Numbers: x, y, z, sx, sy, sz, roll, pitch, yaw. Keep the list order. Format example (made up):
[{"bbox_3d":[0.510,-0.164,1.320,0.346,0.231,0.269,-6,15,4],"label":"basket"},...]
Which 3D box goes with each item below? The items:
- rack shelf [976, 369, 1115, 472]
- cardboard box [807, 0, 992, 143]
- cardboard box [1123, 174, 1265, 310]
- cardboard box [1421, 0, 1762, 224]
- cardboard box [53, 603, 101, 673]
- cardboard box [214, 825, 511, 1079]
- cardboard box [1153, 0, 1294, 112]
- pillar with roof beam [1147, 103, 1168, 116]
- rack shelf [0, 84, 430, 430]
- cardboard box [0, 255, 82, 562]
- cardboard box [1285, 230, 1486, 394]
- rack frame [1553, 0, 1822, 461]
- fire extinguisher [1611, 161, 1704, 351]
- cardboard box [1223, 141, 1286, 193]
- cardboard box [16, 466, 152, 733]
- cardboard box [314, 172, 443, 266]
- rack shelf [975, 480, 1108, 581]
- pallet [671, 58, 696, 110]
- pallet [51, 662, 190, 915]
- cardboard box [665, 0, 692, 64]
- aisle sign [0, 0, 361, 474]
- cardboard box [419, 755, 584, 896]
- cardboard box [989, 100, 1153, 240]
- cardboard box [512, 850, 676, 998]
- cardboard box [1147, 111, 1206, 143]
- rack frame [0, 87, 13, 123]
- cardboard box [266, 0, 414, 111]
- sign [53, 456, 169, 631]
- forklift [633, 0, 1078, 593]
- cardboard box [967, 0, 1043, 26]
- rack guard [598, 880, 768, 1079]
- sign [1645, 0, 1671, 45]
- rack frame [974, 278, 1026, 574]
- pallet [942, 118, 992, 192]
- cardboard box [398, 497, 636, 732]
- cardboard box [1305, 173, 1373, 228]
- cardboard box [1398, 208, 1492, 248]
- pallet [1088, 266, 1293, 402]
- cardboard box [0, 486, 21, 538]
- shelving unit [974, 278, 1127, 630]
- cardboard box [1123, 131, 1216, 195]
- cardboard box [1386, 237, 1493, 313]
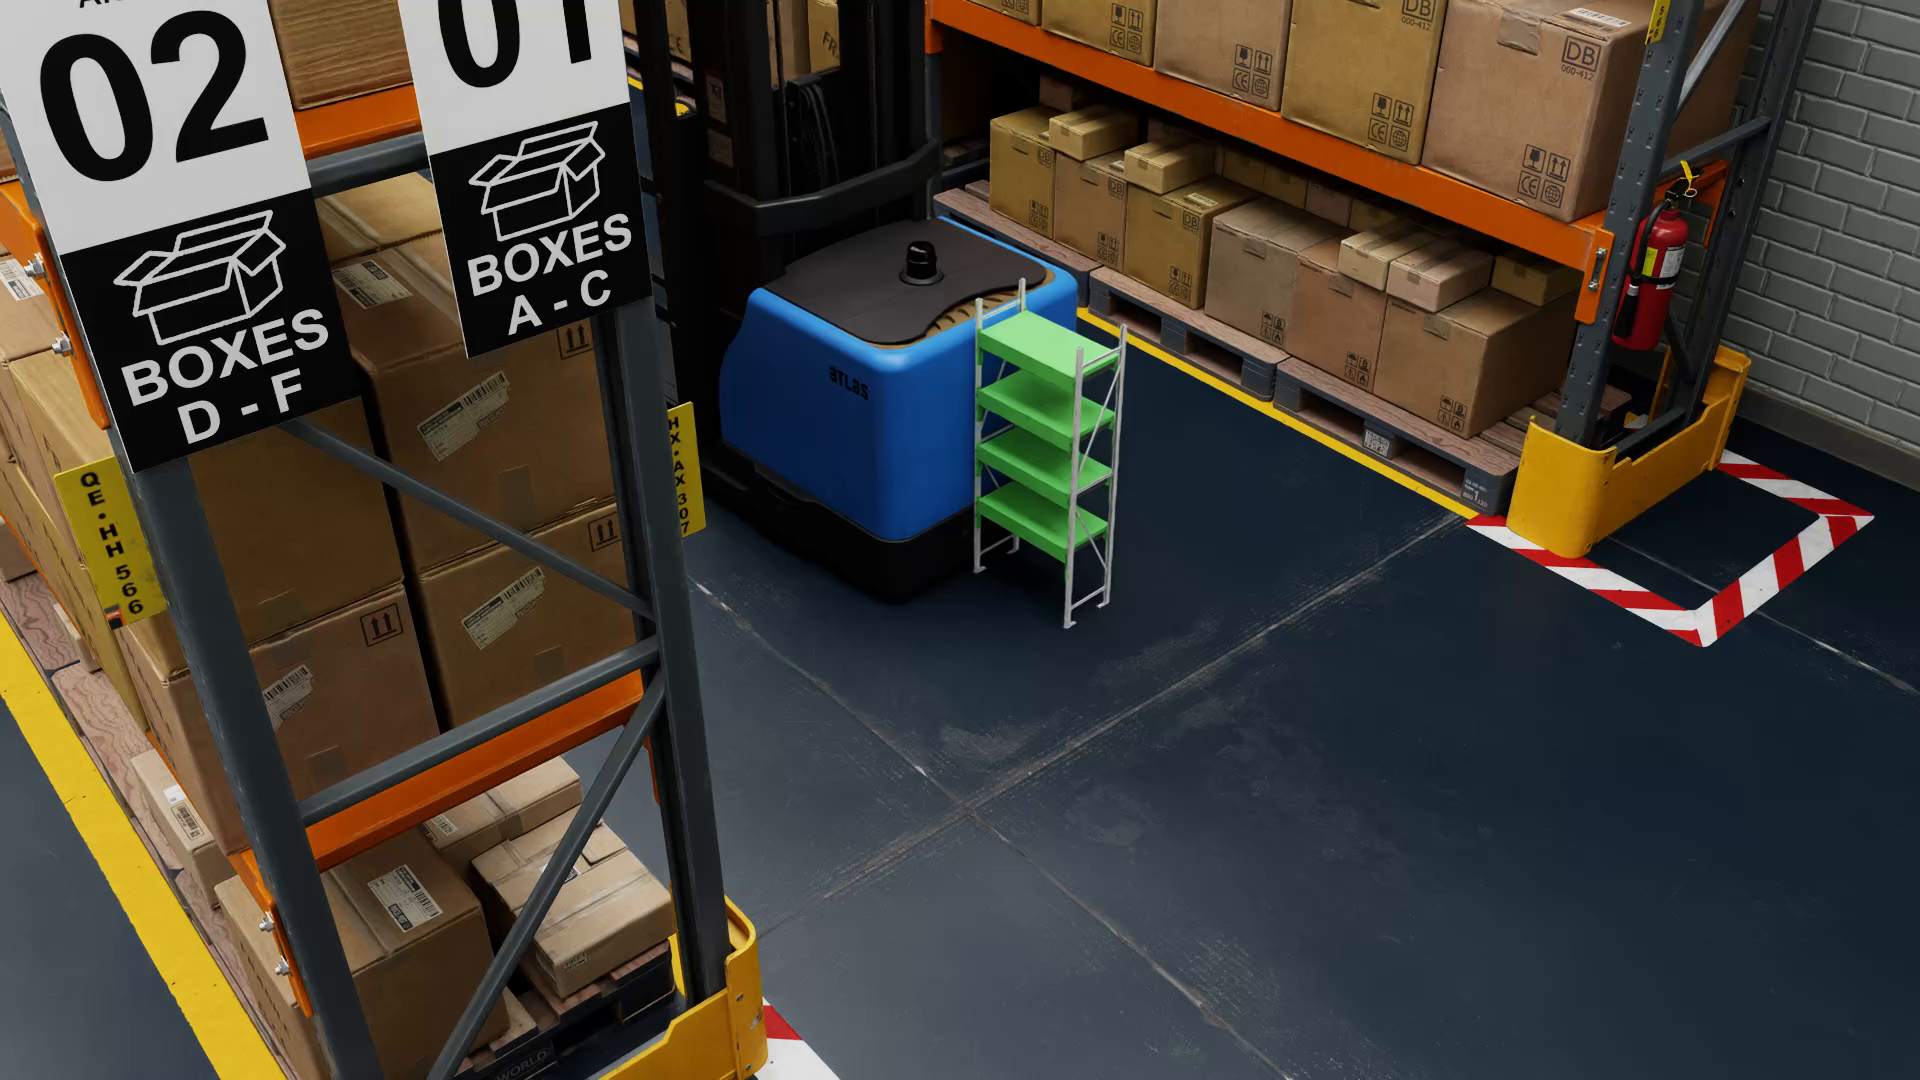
[{"bbox_3d":[0.315,-0.448,6.040,0.258,0.148,0.480,-29,44,-34],"label":"rack shelf"},{"bbox_3d":[-0.341,-2.736,9.514,0.750,0.750,0.750,-25,43,-31],"label":"cardboard box"},{"bbox_3d":[1.233,-1.536,8.122,0.700,0.500,0.500,-25,42,-31],"label":"cardboard box"},{"bbox_3d":[2.422,-1.781,6.410,0.980,0.700,0.700,-24,42,-30],"label":"cardboard box"},{"bbox_3d":[-2.933,0.267,5.849,0.380,0.166,0.250,-26,43,-32],"label":"cardboard box"},{"bbox_3d":[-1.562,1.104,4.377,0.500,0.500,0.500,-26,43,-32],"label":"cardboard box"},{"bbox_3d":[1.459,-2.438,7.338,0.980,0.700,0.700,-28,44,-34],"label":"cardboard box"},{"bbox_3d":[-1.999,-4.059,4.696,9.100,9.000,0.400,-26,43,-32],"label":"pillar with roof beam"},{"bbox_3d":[-2.314,-1.401,4.161,1.077,0.370,4.000,-26,43,-32],"label":"rack shelf"},{"bbox_3d":[-1.847,-0.353,3.702,0.500,0.500,0.500,-25,42,-31],"label":"cardboard box"},{"bbox_3d":[1.908,-1.081,7.481,0.700,0.500,0.500,-26,43,-32],"label":"cardboard box"},{"bbox_3d":[2.759,-1.437,6.184,1.000,3.000,0.127,-26,43,-32],"label":"rack frame"},{"bbox_3d":[2.503,-1.015,5.977,0.296,0.674,0.183,-26,43,-32],"label":"fire extinguisher"},{"bbox_3d":[1.482,-1.815,7.956,0.380,0.149,0.250,-27,43,-33],"label":"cardboard box"},{"bbox_3d":[-1.857,0.047,4.001,0.500,0.500,0.500,-26,43,-31],"label":"cardboard box"},{"bbox_3d":[-1.451,-0.559,3.992,0.500,0.500,0.500,-26,43,-31],"label":"cardboard box"},{"bbox_3d":[0.315,-0.056,6.317,0.258,0.148,0.480,-29,44,-34],"label":"rack shelf"},{"bbox_3d":[-1.170,-2.917,10.686,1.003,0.211,1.213,-26,43,-32],"label":"pallet"},{"bbox_3d":[-2.370,0.627,5.683,1.003,0.211,1.213,-26,43,-32],"label":"pallet"},{"bbox_3d":[-1.469,-3.501,10.594,0.750,0.750,0.750,-26,43,-32],"label":"cardboard box"},{"bbox_3d":[-1.213,-0.504,2.618,0.394,0.787,0.004,-26,43,-32],"label":"aisle sign"},{"bbox_3d":[-1.480,0.788,5.040,0.500,0.250,0.500,-26,43,-32],"label":"cardboard box"},{"bbox_3d":[0.582,-1.986,8.758,0.700,0.500,0.500,-25,43,-31],"label":"cardboard box"},{"bbox_3d":[-1.031,1.083,4.712,0.380,0.149,0.250,-26,43,-32],"label":"cardboard box"},{"bbox_3d":[1.152,-2.041,8.275,0.380,0.149,0.250,-28,44,-33],"label":"cardboard box"},{"bbox_3d":[-1.023,-2.036,1.839,1.000,3.000,0.127,-26,43,-32],"label":"rack frame"},{"bbox_3d":[-1.160,-1.072,3.203,0.500,0.250,0.500,-26,43,-32],"label":"cardboard box"},{"bbox_3d":[-1.460,0.009,2.867,0.100,0.325,0.005,-26,43,-32],"label":"sign"},{"bbox_3d":[-0.915,-1.750,6.684,1.130,2.935,3.031,-29,44,-34],"label":"forklift"},{"bbox_3d":[0.515,-3.080,8.244,0.980,0.700,0.700,-25,42,-31],"label":"cardboard box"},{"bbox_3d":[-1.072,1.399,4.343,1.175,0.500,0.348,-26,43,-32],"label":"rack guard"},{"bbox_3d":[2.335,-1.810,5.504,0.100,0.325,0.005,-26,43,-32],"label":"sign"},{"bbox_3d":[0.146,-0.406,6.286,0.240,1.200,0.015,-29,44,-34],"label":"rack frame"},{"bbox_3d":[-0.378,-2.378,9.925,1.003,0.211,1.213,-26,43,-32],"label":"pallet"},{"bbox_3d":[-1.108,0.077,3.959,0.500,0.500,0.500,-25,42,-31],"label":"cardboard box"},{"bbox_3d":[1.811,-1.590,7.638,0.380,0.149,0.250,-25,42,-31],"label":"cardboard box"},{"bbox_3d":[2.136,-1.368,7.324,0.380,0.149,0.250,-26,43,-32],"label":"cardboard box"},{"bbox_3d":[1.400,-1.161,8.207,1.003,0.211,1.213,-26,43,-32],"label":"pallet"},{"bbox_3d":[-2.500,-0.398,4.629,0.500,0.500,0.500,-27,43,-32],"label":"cardboard box"},{"bbox_3d":[0.315,-0.304,6.142,0.258,1.200,0.503,-29,44,-34],"label":"shelving unit"},{"bbox_3d":[1.000,-1.801,7.936,0.380,0.149,0.250,-27,44,-33],"label":"cardboard box"},{"bbox_3d":[2.008,-1.114,6.965,0.380,0.149,0.250,-27,43,-32],"label":"cardboard box"}]
